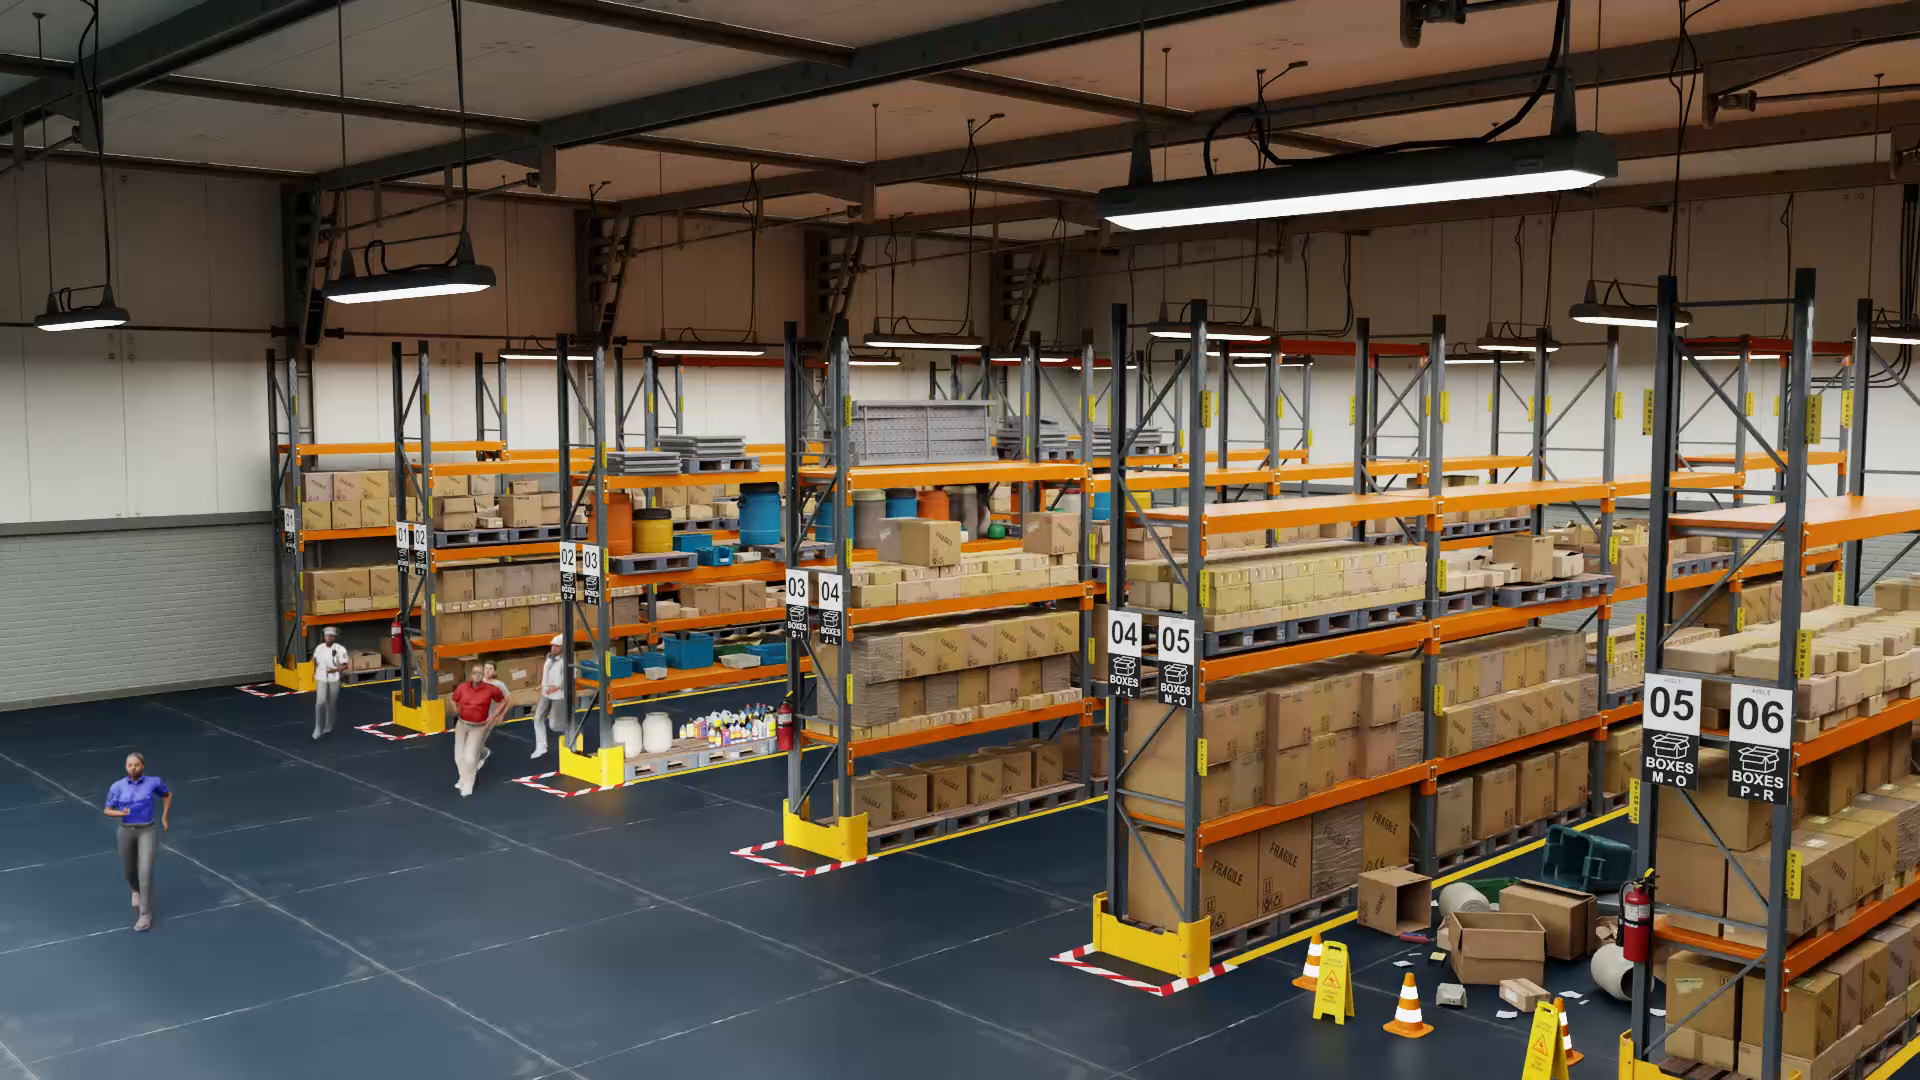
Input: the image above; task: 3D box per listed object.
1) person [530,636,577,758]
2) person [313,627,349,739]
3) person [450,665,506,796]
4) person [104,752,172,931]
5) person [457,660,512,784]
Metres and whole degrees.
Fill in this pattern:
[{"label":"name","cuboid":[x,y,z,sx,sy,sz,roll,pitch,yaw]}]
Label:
[{"label":"person","cuboid":[-5.784,2.248,23.966,0.697,1.758,0.802,3,6,33]},{"label":"person","cuboid":[-9.535,2.132,25.185,0.555,1.671,0.670,-1,5,-12]},{"label":"person","cuboid":[-6.294,2.478,21.566,0.666,1.734,0.688,1,5,6]},{"label":"person","cuboid":[-8.071,2.905,16.340,0.572,1.651,0.934,-2,5,-17]},{"label":"person","cuboid":[-6.356,2.418,22.317,0.623,1.619,0.857,1,5,10]}]
